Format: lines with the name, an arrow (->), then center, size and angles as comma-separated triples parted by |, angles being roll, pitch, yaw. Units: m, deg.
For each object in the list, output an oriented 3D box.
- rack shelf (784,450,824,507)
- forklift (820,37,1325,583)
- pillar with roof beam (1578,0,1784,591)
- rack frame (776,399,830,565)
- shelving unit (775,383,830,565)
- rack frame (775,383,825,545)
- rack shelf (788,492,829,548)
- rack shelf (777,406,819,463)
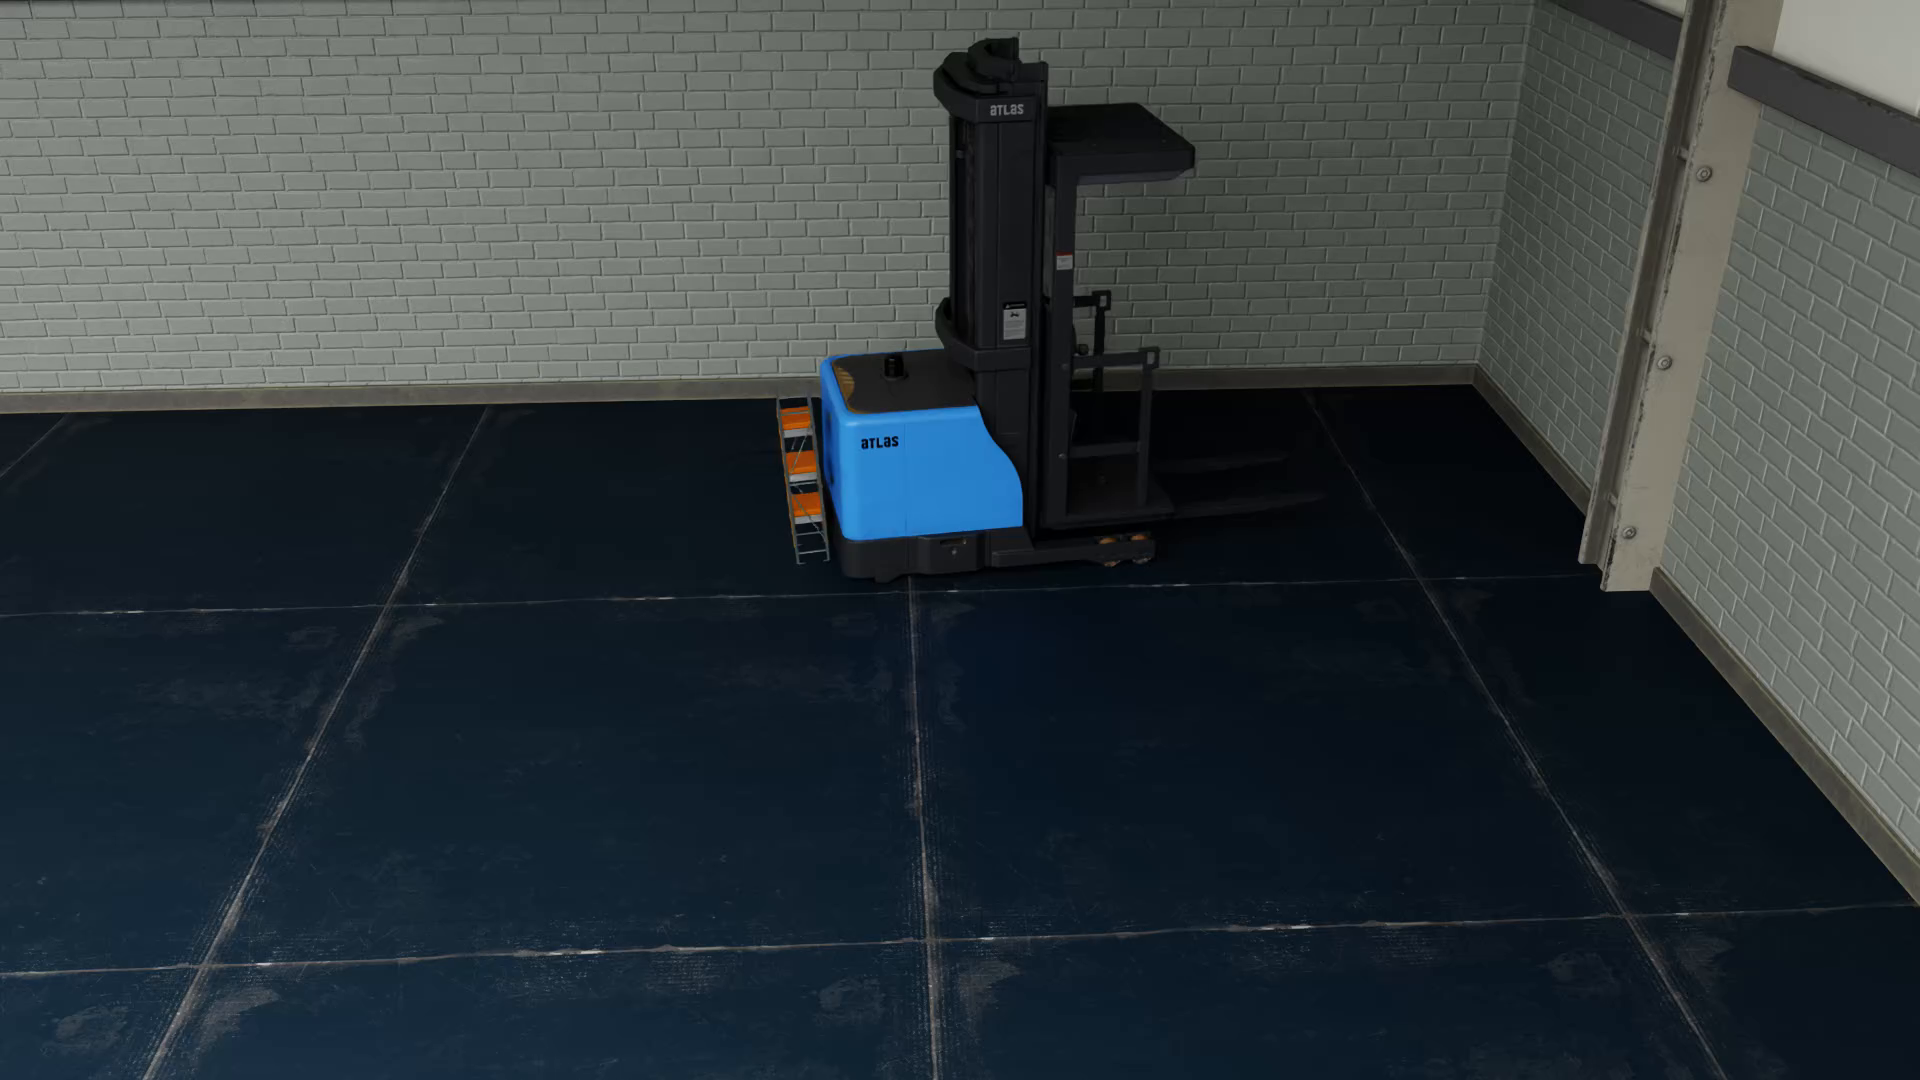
rack shelf -> -0.929, -0.375, 9.842 | 0.215, 0.259, 0.240 | -7, 28, -5
forklift -> 0.710, -1.379, 9.724 | 3.031, 2.935, 1.130 | -5, 28, -10
pillar with roof beam -> -0.412, -3.683, 7.580 | 9.100, 9.000, 0.400 | -1, 28, -3
rack frame -> -0.913, -0.329, 9.730 | 0.200, 1.050, 0.008 | -7, 28, -5
shelving unit -> -0.929, -0.385, 9.837 | 0.215, 1.050, 0.252 | -7, 28, -5
rack frame -> -0.946, -0.440, 9.945 | 0.200, 1.050, 0.008 | -7, 28, -5
rack shelf -> -0.910, -0.130, 9.972 | 0.215, 0.259, 0.240 | -7, 28, -5
rack shelf -> -0.948, -0.625, 9.710 | 0.215, 0.259, 0.240 | -7, 28, -5
